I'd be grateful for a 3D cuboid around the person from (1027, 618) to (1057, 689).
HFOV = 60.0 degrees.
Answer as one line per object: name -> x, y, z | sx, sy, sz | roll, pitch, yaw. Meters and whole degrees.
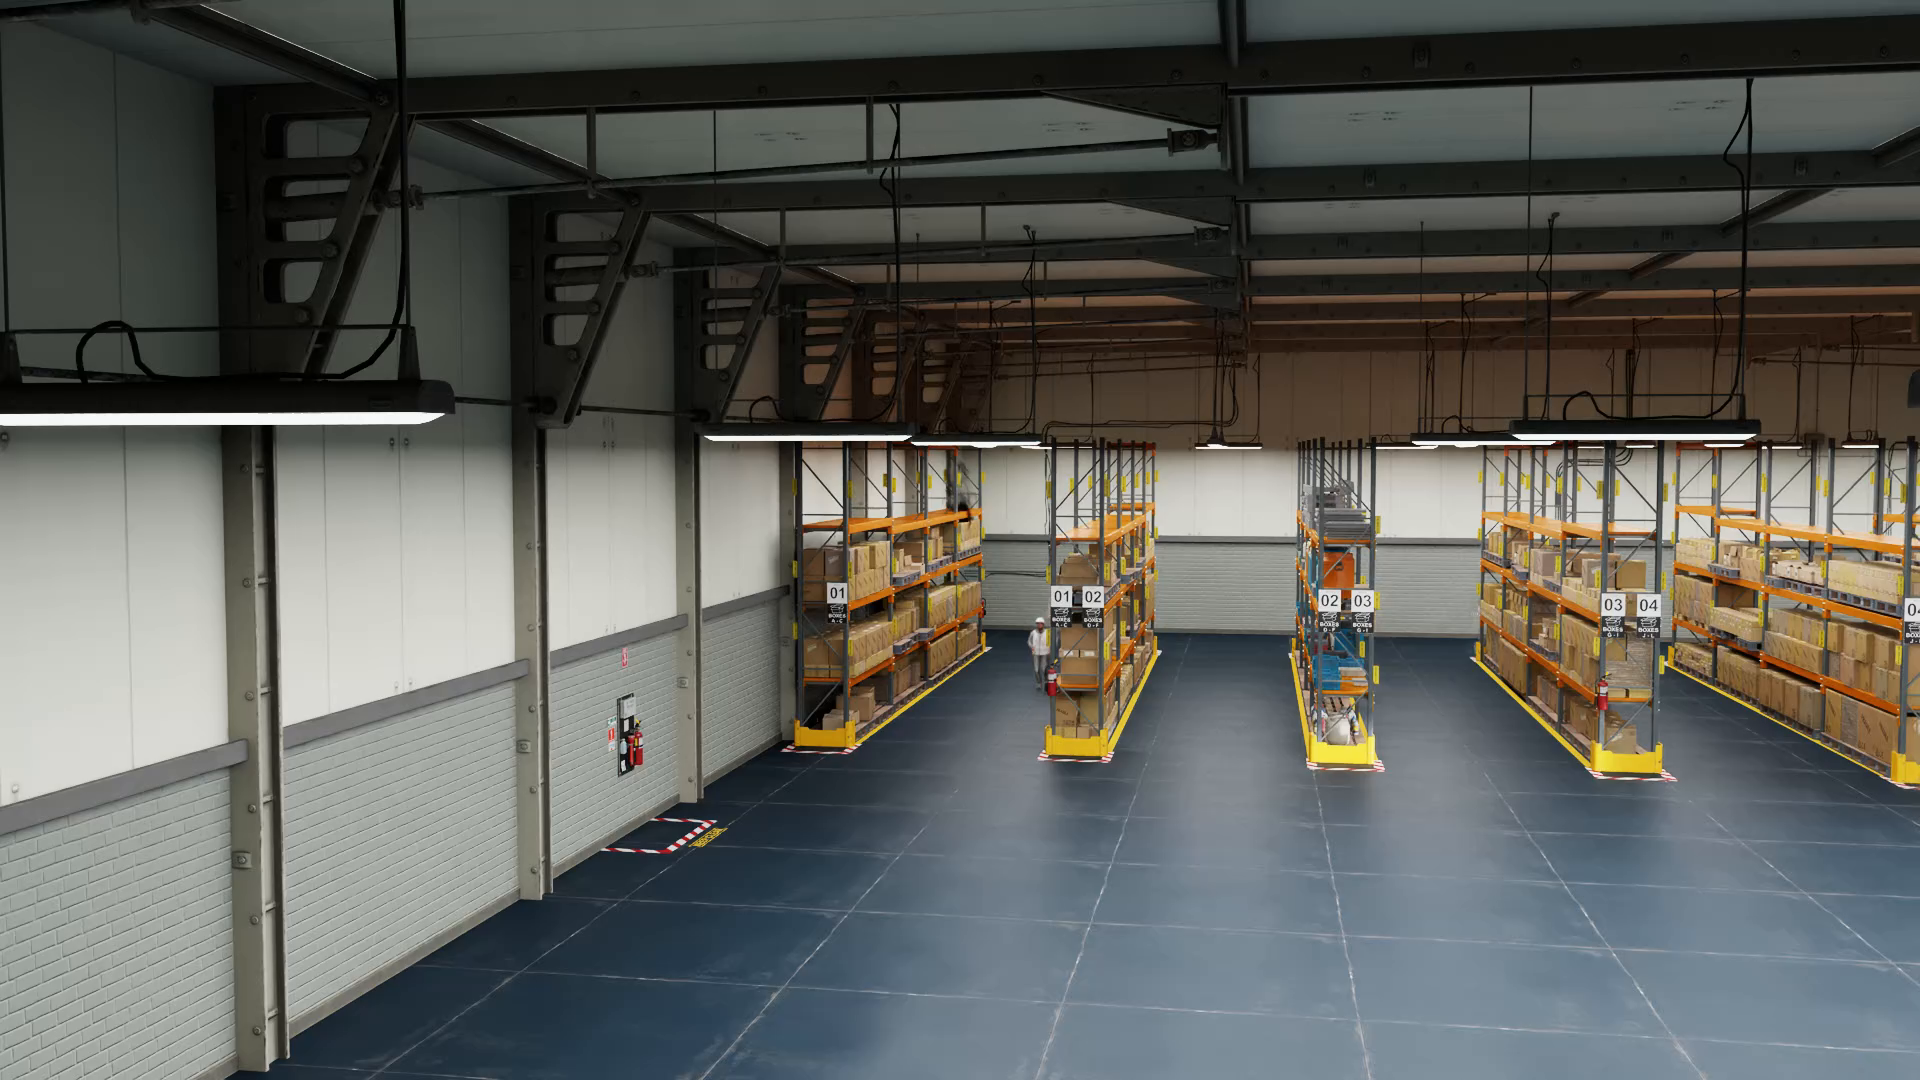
person -> 1.945, 2.733, 39.938 | 0.699, 1.729, 0.584 | 1, 3, 12
